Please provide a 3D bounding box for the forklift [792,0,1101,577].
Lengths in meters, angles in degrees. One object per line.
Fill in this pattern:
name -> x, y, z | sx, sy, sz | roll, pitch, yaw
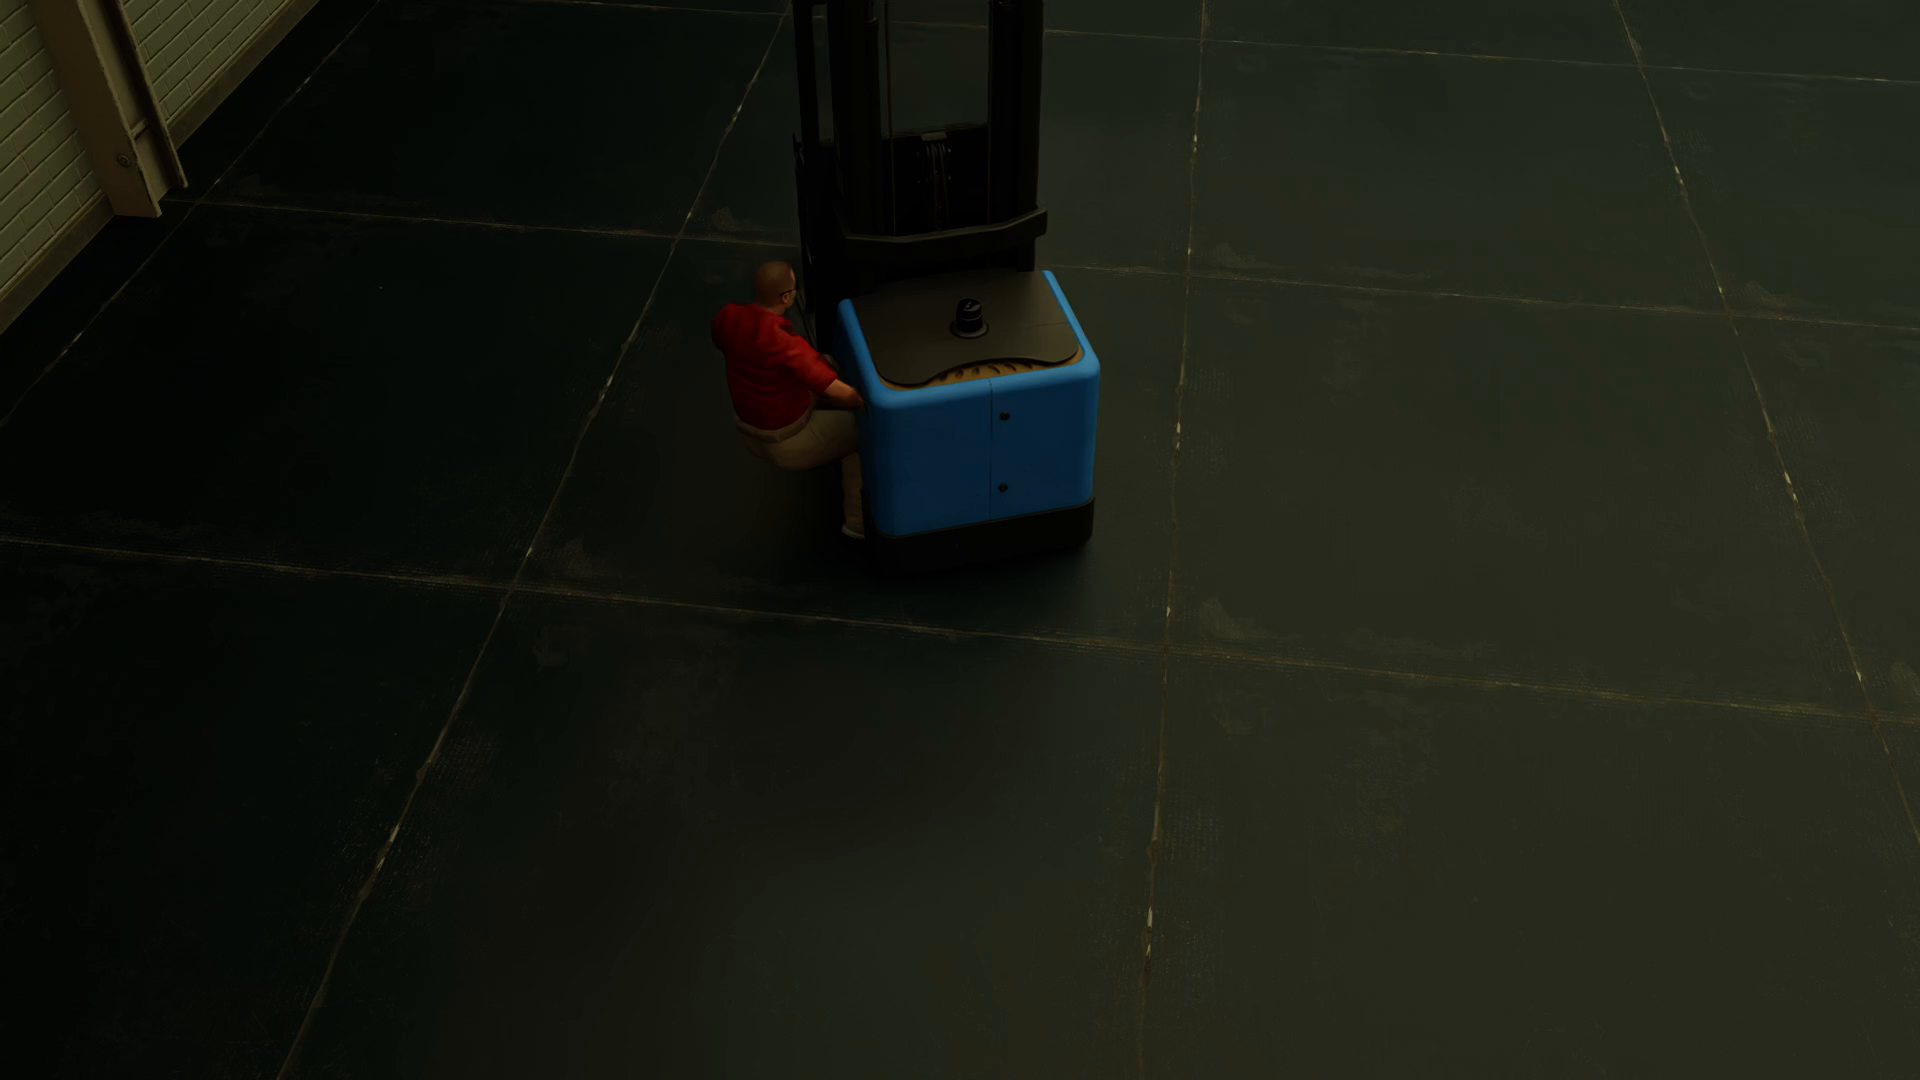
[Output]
forklift -> -0.236, -1.923, 7.818 | 1.130, 2.935, 3.031 | -10, 43, -10

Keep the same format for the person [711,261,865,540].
person -> -0.658, -0.694, 7.539 | 0.819, 1.454, 0.842 | 27, 49, 26
